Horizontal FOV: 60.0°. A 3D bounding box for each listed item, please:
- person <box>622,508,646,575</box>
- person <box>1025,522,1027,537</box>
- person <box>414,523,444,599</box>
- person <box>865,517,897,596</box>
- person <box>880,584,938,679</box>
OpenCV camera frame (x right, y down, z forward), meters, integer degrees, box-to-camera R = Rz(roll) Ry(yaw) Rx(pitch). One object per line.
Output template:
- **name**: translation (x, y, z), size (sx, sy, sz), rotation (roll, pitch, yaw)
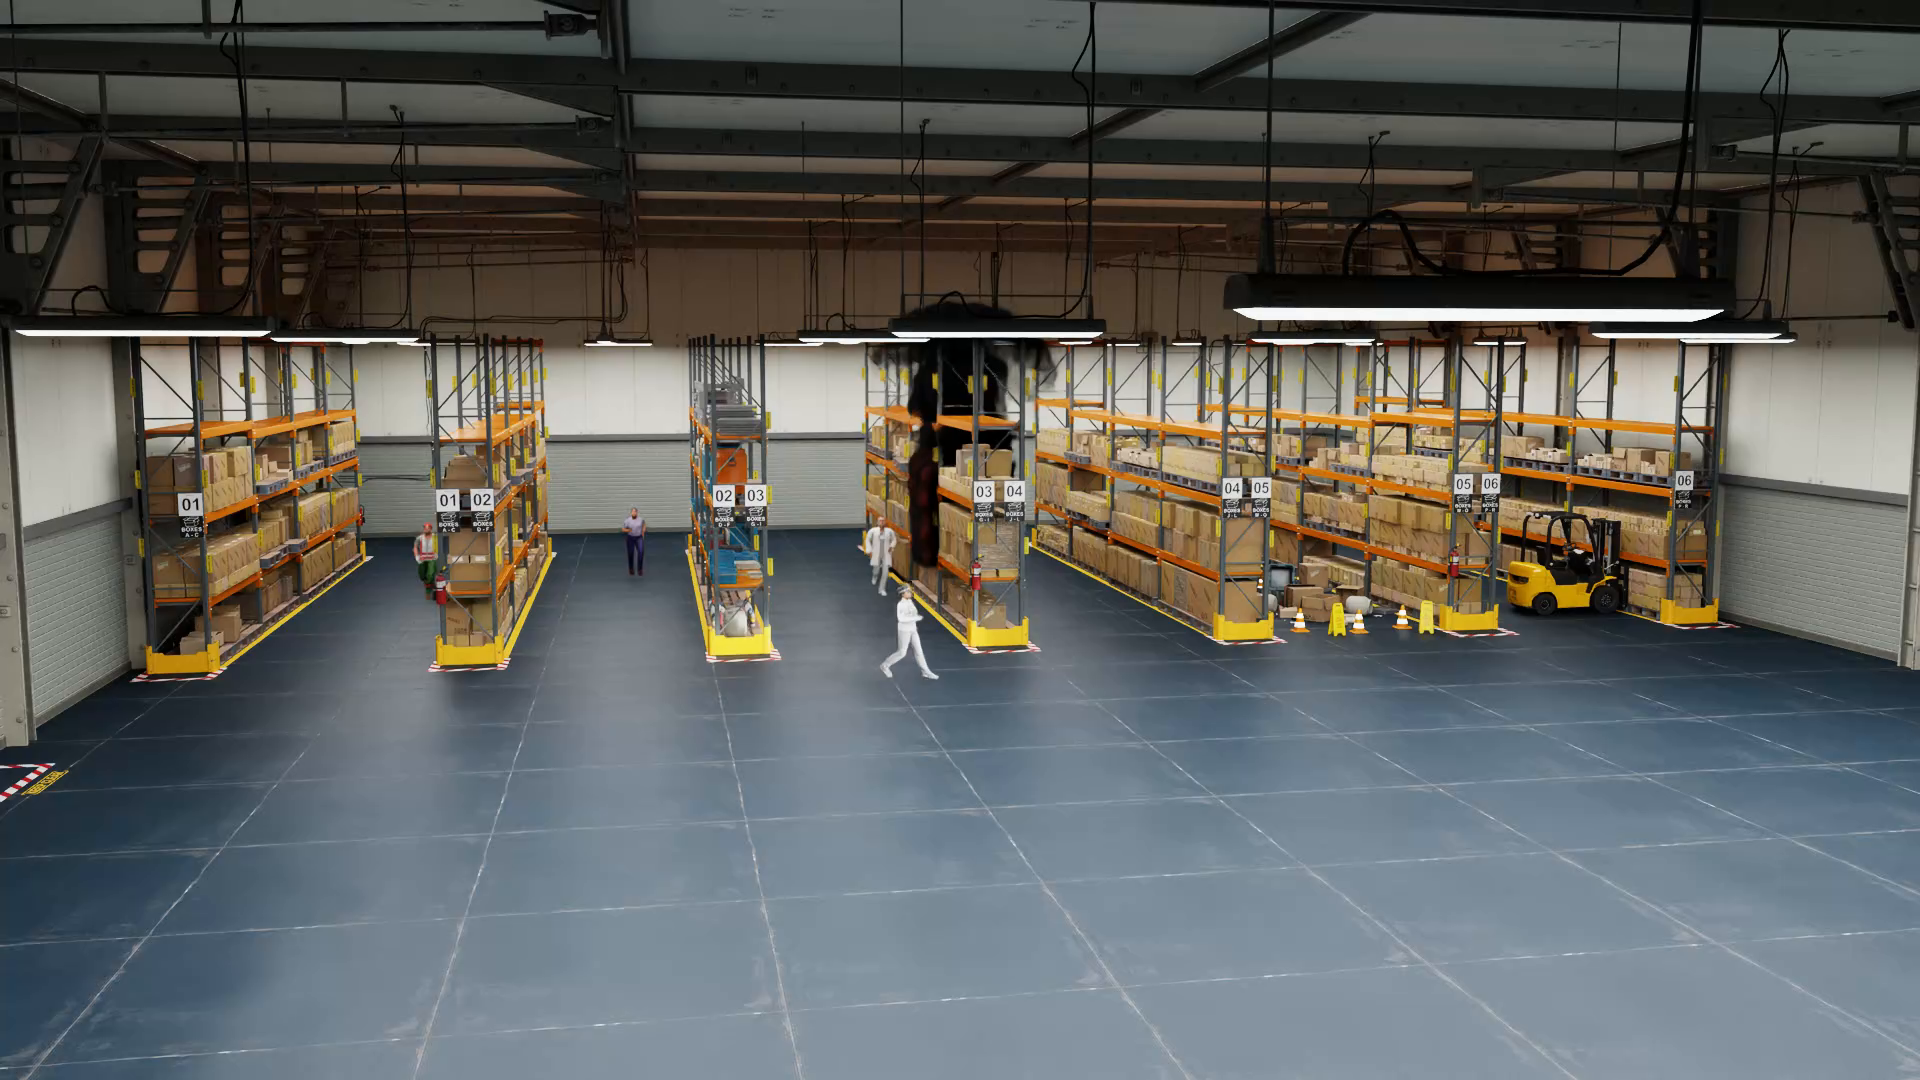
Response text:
- **person**: translation (-7.943, 0.051, 40.607), size (0.602, 1.681, 0.902), rotation (-2, 7, -16)
- **person**: translation (1.295, 0.035, 39.559), size (0.680, 1.764, 0.793), rotation (-1, 7, -10)
- **person**: translation (-12.309, 0.467, 38.525), size (0.656, 1.738, 0.819), rotation (-1, 7, -9)
- **person**: translation (-1.752, 0.346, 37.017), size (0.717, 1.735, 0.681), rotation (-1, 7, -8)
- **person**: translation (-0.876, 1.571, 28.726), size (1.036, 1.641, 0.625), rotation (3, 7, 23)
